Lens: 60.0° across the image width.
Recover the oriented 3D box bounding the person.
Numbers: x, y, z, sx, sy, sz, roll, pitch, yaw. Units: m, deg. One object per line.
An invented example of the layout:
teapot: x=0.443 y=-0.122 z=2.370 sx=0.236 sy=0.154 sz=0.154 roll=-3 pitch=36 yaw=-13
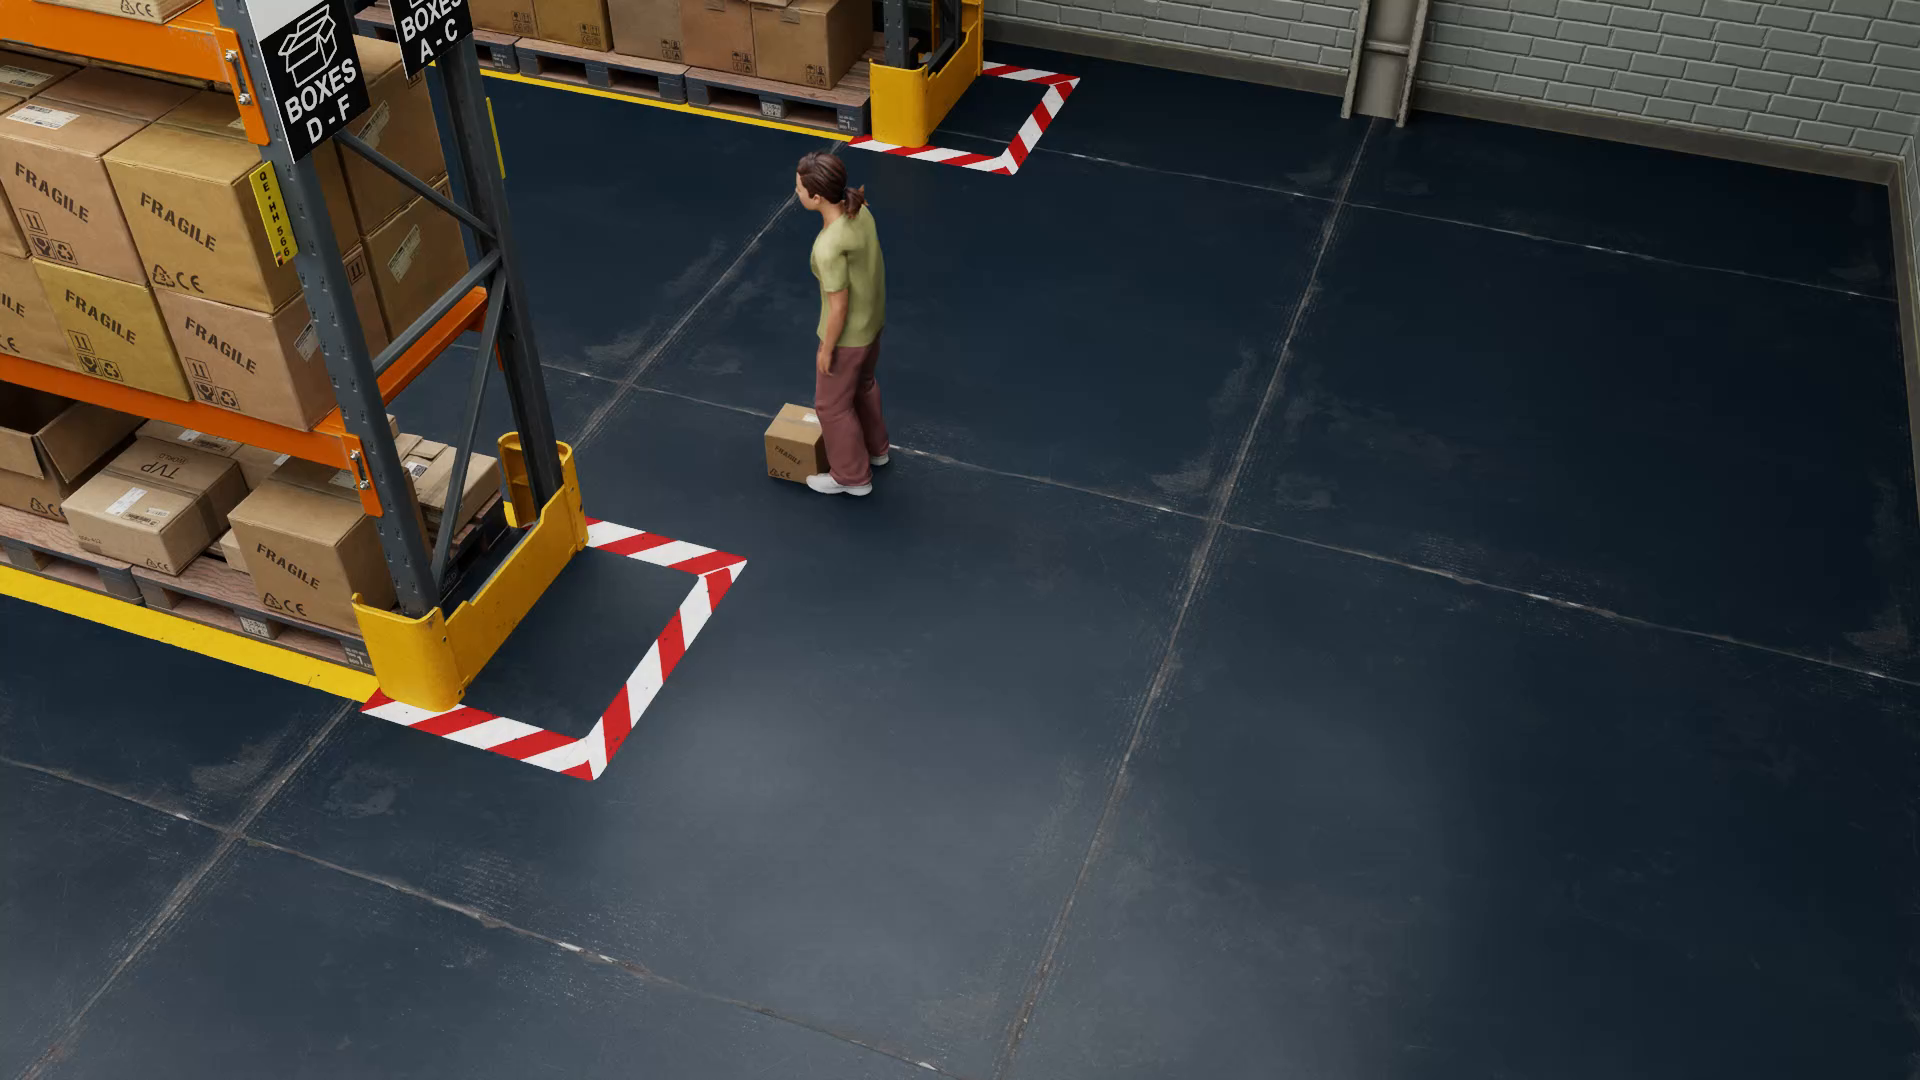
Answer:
person: x=-0.505 y=-0.919 z=7.194 sx=0.359 sy=1.672 sz=0.521 roll=11 pitch=43 yaw=13
